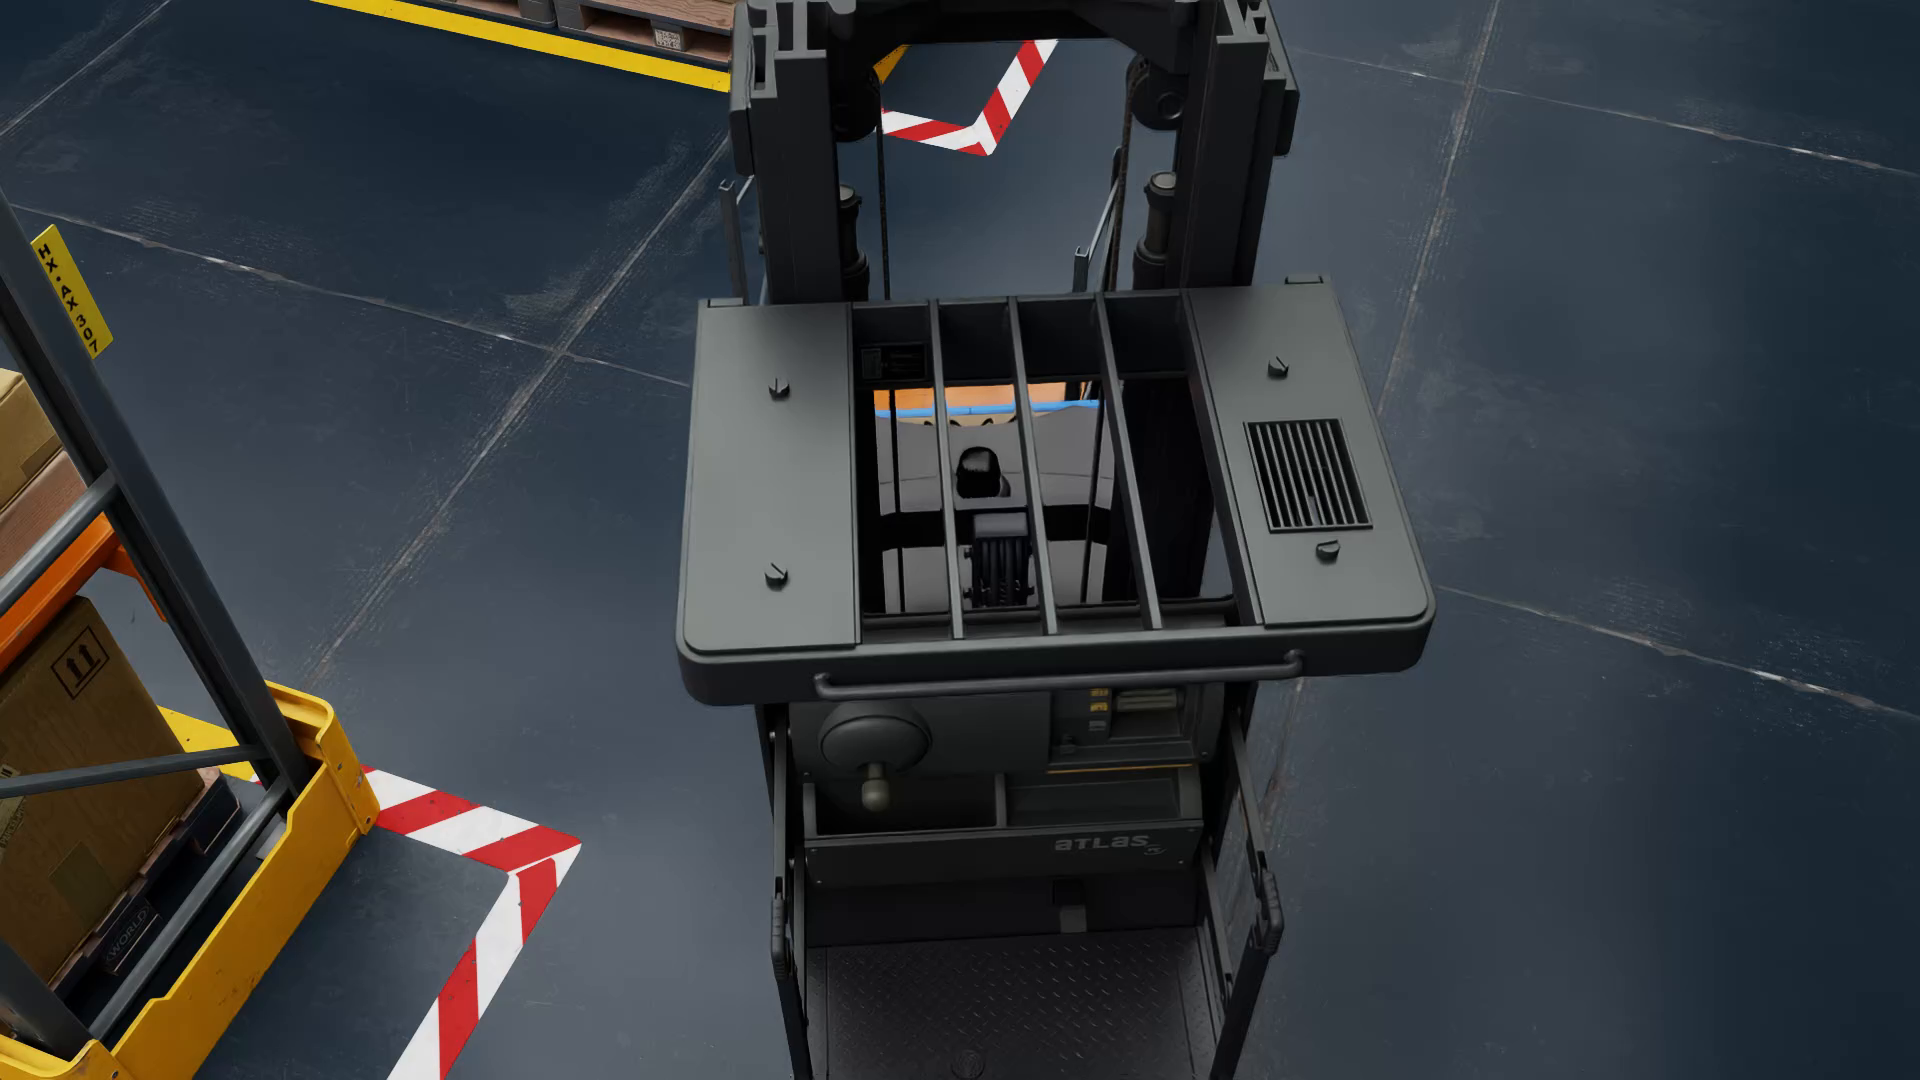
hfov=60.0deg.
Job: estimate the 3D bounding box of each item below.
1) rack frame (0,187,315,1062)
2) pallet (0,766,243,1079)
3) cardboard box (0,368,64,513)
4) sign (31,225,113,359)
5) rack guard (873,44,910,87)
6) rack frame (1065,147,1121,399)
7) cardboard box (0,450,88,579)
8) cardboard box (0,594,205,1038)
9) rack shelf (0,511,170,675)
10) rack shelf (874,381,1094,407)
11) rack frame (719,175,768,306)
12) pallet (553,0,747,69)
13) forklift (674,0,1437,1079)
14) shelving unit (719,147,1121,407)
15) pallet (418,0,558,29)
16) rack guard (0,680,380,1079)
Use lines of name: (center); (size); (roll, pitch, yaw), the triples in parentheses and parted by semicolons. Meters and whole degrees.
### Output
rack frame: (-2.124, 0.177, 3.611); (0.127, 3.000, 1.000); (16, 51, 13)
pallet: (-2.901, 0.937, 4.799); (1.213, 0.211, 1.003); (16, 51, 13)
cardboard box: (-2.480, -0.188, 3.830); (0.500, 0.250, 0.500); (14, 51, 12)
sign: (-1.926, -0.524, 3.594); (0.005, 0.325, 0.100); (16, 51, 13)
rack guard: (-0.380, -2.518, 7.601); (0.348, 0.500, 1.175); (16, 51, 13)
rack frame: (0.390, -0.444, 5.143); (0.032, 1.500, 0.500); (13, 50, 11)
cardboard box: (-2.342, -0.067, 3.990); (0.250, 0.149, 0.380); (16, 51, 14)
cardboard box: (-2.752, 0.625, 4.352); (0.875, 0.875, 0.875); (16, 51, 13)
rack shelf: (-4.000, -0.111, 4.337); (4.000, 0.370, 1.077); (16, 51, 13)
rack shelf: (-0.097, -0.435, 5.373); (1.000, 0.185, 0.538); (13, 50, 11)
rack frame: (-0.585, -0.662, 5.331); (0.032, 1.500, 0.500); (13, 50, 11)
pallet: (-1.167, -2.664, 7.919); (1.213, 0.211, 1.003); (16, 51, 13)
forklift: (0.116, 0.471, 3.402); (1.130, 2.935, 3.031); (-3, 49, -2)
shelving unit: (-0.089, -0.551, 5.235); (1.083, 1.500, 0.587); (13, 50, 11)
pallet: (-2.308, -2.984, 8.197); (1.213, 0.211, 1.003); (16, 51, 13)
rack guard: (-2.101, 1.002, 4.550); (0.348, 0.500, 1.175); (16, 51, 13)
